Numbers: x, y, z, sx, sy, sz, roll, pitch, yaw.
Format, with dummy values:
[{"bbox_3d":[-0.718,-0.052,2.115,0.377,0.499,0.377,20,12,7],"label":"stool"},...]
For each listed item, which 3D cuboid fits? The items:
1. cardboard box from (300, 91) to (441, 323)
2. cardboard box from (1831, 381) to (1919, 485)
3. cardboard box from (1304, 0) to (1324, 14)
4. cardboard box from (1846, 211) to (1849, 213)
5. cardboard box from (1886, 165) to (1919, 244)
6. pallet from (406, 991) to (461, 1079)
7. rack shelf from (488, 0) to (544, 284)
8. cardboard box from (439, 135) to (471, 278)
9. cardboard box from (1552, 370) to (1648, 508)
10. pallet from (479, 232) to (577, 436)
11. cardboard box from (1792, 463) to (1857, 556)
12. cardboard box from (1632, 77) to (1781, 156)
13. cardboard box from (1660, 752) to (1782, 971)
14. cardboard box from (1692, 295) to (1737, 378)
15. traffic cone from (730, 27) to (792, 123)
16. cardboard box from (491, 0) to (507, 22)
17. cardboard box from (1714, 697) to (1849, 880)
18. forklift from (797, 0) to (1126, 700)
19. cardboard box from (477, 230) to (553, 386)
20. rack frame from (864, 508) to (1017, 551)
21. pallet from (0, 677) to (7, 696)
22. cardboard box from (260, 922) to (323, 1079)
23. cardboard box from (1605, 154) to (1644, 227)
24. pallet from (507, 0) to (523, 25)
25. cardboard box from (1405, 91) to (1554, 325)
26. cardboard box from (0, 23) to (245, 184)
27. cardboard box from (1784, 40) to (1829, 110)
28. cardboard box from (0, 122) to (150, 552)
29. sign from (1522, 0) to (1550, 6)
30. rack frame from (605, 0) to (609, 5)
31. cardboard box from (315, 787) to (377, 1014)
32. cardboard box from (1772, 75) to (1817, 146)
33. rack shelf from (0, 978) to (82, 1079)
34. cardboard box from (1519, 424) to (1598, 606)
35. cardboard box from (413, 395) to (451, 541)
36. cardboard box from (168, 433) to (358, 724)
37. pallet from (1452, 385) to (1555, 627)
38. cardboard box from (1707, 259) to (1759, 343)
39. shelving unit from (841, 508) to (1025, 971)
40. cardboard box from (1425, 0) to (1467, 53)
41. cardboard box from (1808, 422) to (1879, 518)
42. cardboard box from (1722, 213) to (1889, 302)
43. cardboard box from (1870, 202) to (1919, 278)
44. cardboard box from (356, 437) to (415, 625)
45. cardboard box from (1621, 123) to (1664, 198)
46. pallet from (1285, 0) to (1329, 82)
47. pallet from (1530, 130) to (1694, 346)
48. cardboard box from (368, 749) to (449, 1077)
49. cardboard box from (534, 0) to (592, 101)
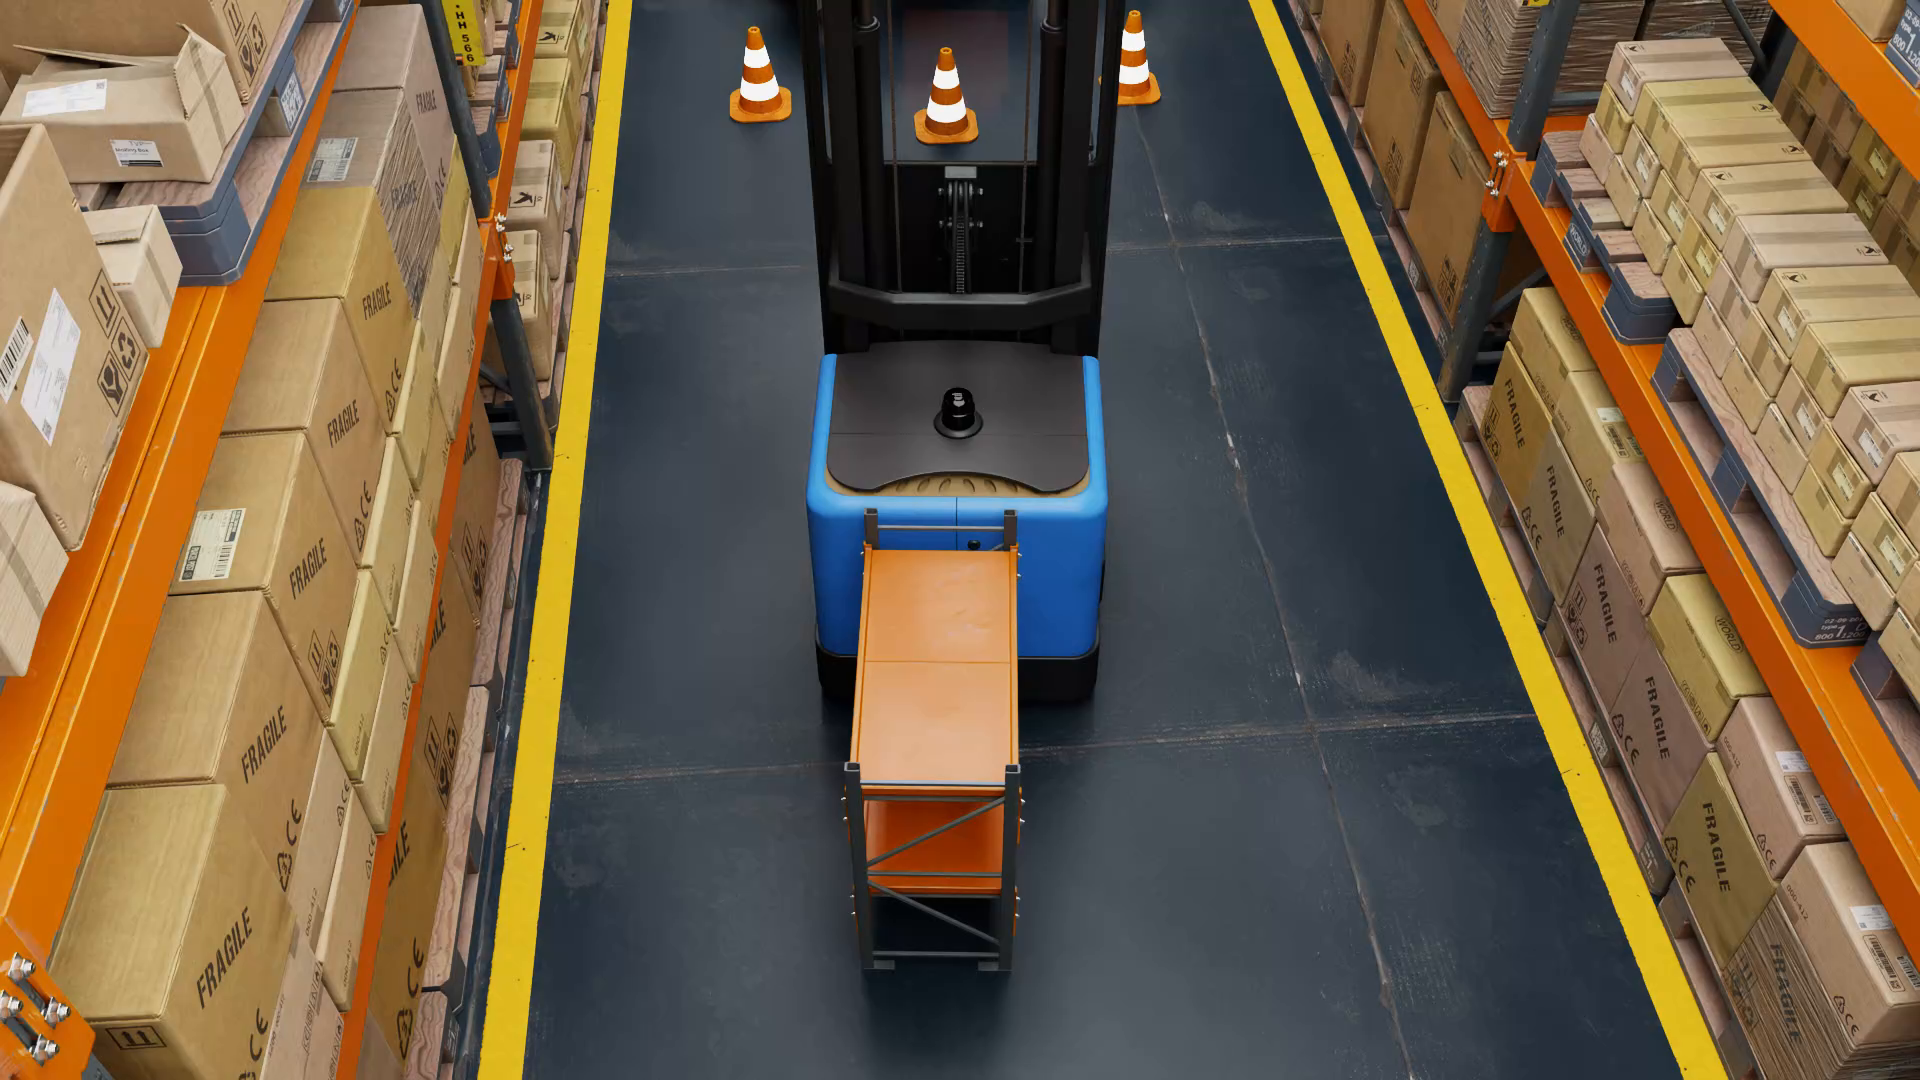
[{"bbox_3d":[-1.905,-0.989,5.000,0.500,0.500,0.500,-3,47,-3],"label":"cardboard box"},{"bbox_3d":[2.662,-0.304,4.582,0.380,0.149,0.250,-5,47,-5],"label":"cardboard box"},{"bbox_3d":[2.471,-3.535,9.429,1.050,0.750,0.750,-4,47,-3],"label":"cardboard box"},{"bbox_3d":[3.204,-1.077,5.724,0.380,0.149,0.250,-3,47,-3],"label":"cardboard box"},{"bbox_3d":[3.228,-1.085,5.322,0.380,0.149,0.250,-2,47,-2],"label":"cardboard box"},{"bbox_3d":[-2.065,1.960,4.885,1.003,0.211,1.213,-3,47,-3],"label":"pallet"},{"bbox_3d":[-2.428,-2.539,7.721,1.077,0.370,4.000,-3,47,-3],"label":"rack shelf"},{"bbox_3d":[-1.967,-1.125,5.645,0.500,0.250,0.500,-4,47,-3],"label":"cardboard box"},{"bbox_3d":[2.523,-0.376,6.092,0.500,0.250,0.500,-4,47,-4],"label":"cardboard box"},{"bbox_3d":[-2.324,-0.946,7.637,1.003,0.211,1.213,-3,47,-3],"label":"pallet"},{"bbox_3d":[2.656,-0.095,4.795,0.380,0.149,0.250,-2,47,-2],"label":"cardboard box"},{"bbox_3d":[2.535,-1.436,5.654,0.380,0.149,0.250,-5,47,-4],"label":"cardboard box"},{"bbox_3d":[2.643,1.004,5.302,0.500,0.500,0.500,-4,47,-4],"label":"cardboard box"},{"bbox_3d":[2.594,-0.659,5.328,0.380,0.149,0.250,-2,47,-2],"label":"cardboard box"},{"bbox_3d":[-1.096,-2.549,8.982,0.336,0.463,0.334,-3,47,-3],"label":"traffic cone"},{"bbox_3d":[-2.072,-2.252,6.837,0.380,0.149,0.250,-3,47,-3],"label":"cardboard box"},{"bbox_3d":[2.655,0.741,5.034,0.500,0.250,0.500,-1,47,-1],"label":"cardboard box"},{"bbox_3d":[0.008,-1.463,6.253,1.130,2.935,3.031,1,47,0],"label":"forklift"},{"bbox_3d":[-2.298,-0.990,7.279,0.950,0.372,0.625,-6,47,-6],"label":"cardboard box"},{"bbox_3d":[-0.063,0.295,5.832,0.500,1.125,0.032,1,47,1],"label":"rack frame"},{"bbox_3d":[-2.051,-0.072,2.954,0.805,0.209,1.217,-5,47,-5],"label":"pallet"},{"bbox_3d":[-1.681,1.099,3.539,0.500,0.250,0.500,-5,47,-4],"label":"cardboard box"},{"bbox_3d":[2.522,-1.242,5.880,0.380,0.149,0.250,-1,47,-1],"label":"cardboard box"},{"bbox_3d":[-2.467,-2.703,7.513,1.003,0.211,1.213,-3,47,-3],"label":"pallet"},{"bbox_3d":[2.702,-1.531,7.530,1.050,0.750,0.750,-4,47,-4],"label":"cardboard box"},{"bbox_3d":[-1.730,-0.918,3.428,0.396,0.266,0.258,0,47,0],"label":"cardboard box"},{"bbox_3d":[3.162,-1.649,5.857,0.380,0.149,0.250,-5,47,-5],"label":"cardboard box"},{"bbox_3d":[-1.710,-0.311,2.691,0.500,0.500,0.500,-4,47,-4],"label":"cardboard box"},{"bbox_3d":[2.111,-2.076,5.989,0.100,0.325,0.005,-3,47,-3],"label":"sign"},{"bbox_3d":[-2.595,-4.234,8.830,1.000,3.000,0.127,-3,47,-3],"label":"rack frame"},{"bbox_3d":[-1.744,0.897,4.074,0.500,0.250,0.500,-5,47,-4],"label":"cardboard box"},{"bbox_3d":[3.159,-1.544,5.962,0.380,0.149,0.250,-3,47,-2],"label":"cardboard box"},{"bbox_3d":[-1.758,2.217,1.150,1.077,0.370,4.000,-3,47,-3],"label":"rack shelf"},{"bbox_3d":[2.514,-0.108,6.355,0.500,0.500,0.500,-3,47,-3],"label":"cardboard box"},{"bbox_3d":[-1.875,-0.204,5.117,0.500,0.250,0.500,-4,47,-4],"label":"cardboard box"},{"bbox_3d":[-1.786,0.111,3.958,0.500,0.500,0.500,-5,47,-4],"label":"cardboard box"},{"bbox_3d":[2.728,-0.189,6.920,1.003,0.211,1.213,-3,47,-3],"label":"pallet"},{"bbox_3d":[2.596,-0.760,5.219,0.380,0.149,0.250,-3,47,-3],"label":"cardboard box"},{"bbox_3d":[-0.071,0.664,5.483,0.538,1.125,1.048,1,47,1],"label":"shelving unit"},{"bbox_3d":[2.318,-2.419,7.042,0.500,0.500,0.500,-3,47,-3],"label":"cardboard box"},{"bbox_3d":[2.655,-0.209,4.698,0.380,0.149,0.250,-3,47,-3],"label":"cardboard box"},{"bbox_3d":[2.597,-0.871,5.119,0.380,0.149,0.250,-2,47,-1],"label":"cardboard box"},{"bbox_3d":[3.228,-0.980,5.428,0.380,0.149,0.250,-3,47,-3],"label":"cardboard box"},{"bbox_3d":[-1.813,-0.009,4.588,0.500,0.250,0.500,-5,47,-4],"label":"cardboard box"},{"bbox_3d":[2.529,-1.316,5.746,0.380,0.149,0.250,-1,47,-1],"label":"cardboard box"},{"bbox_3d":[2.469,-3.095,9.672,1.003,0.211,1.213,-3,47,-3],"label":"pallet"},{"bbox_3d":[2.830,-1.139,6.031,1.213,0.211,1.003,-3,47,-3],"label":"pallet"},{"bbox_3d":[-2.141,1.044,5.006,0.875,0.875,0.875,-2,47,-2],"label":"cardboard box"},{"bbox_3d":[-2.485,-2.575,8.780,0.950,0.372,0.625,-1,47,-1],"label":"cardboard box"}]
